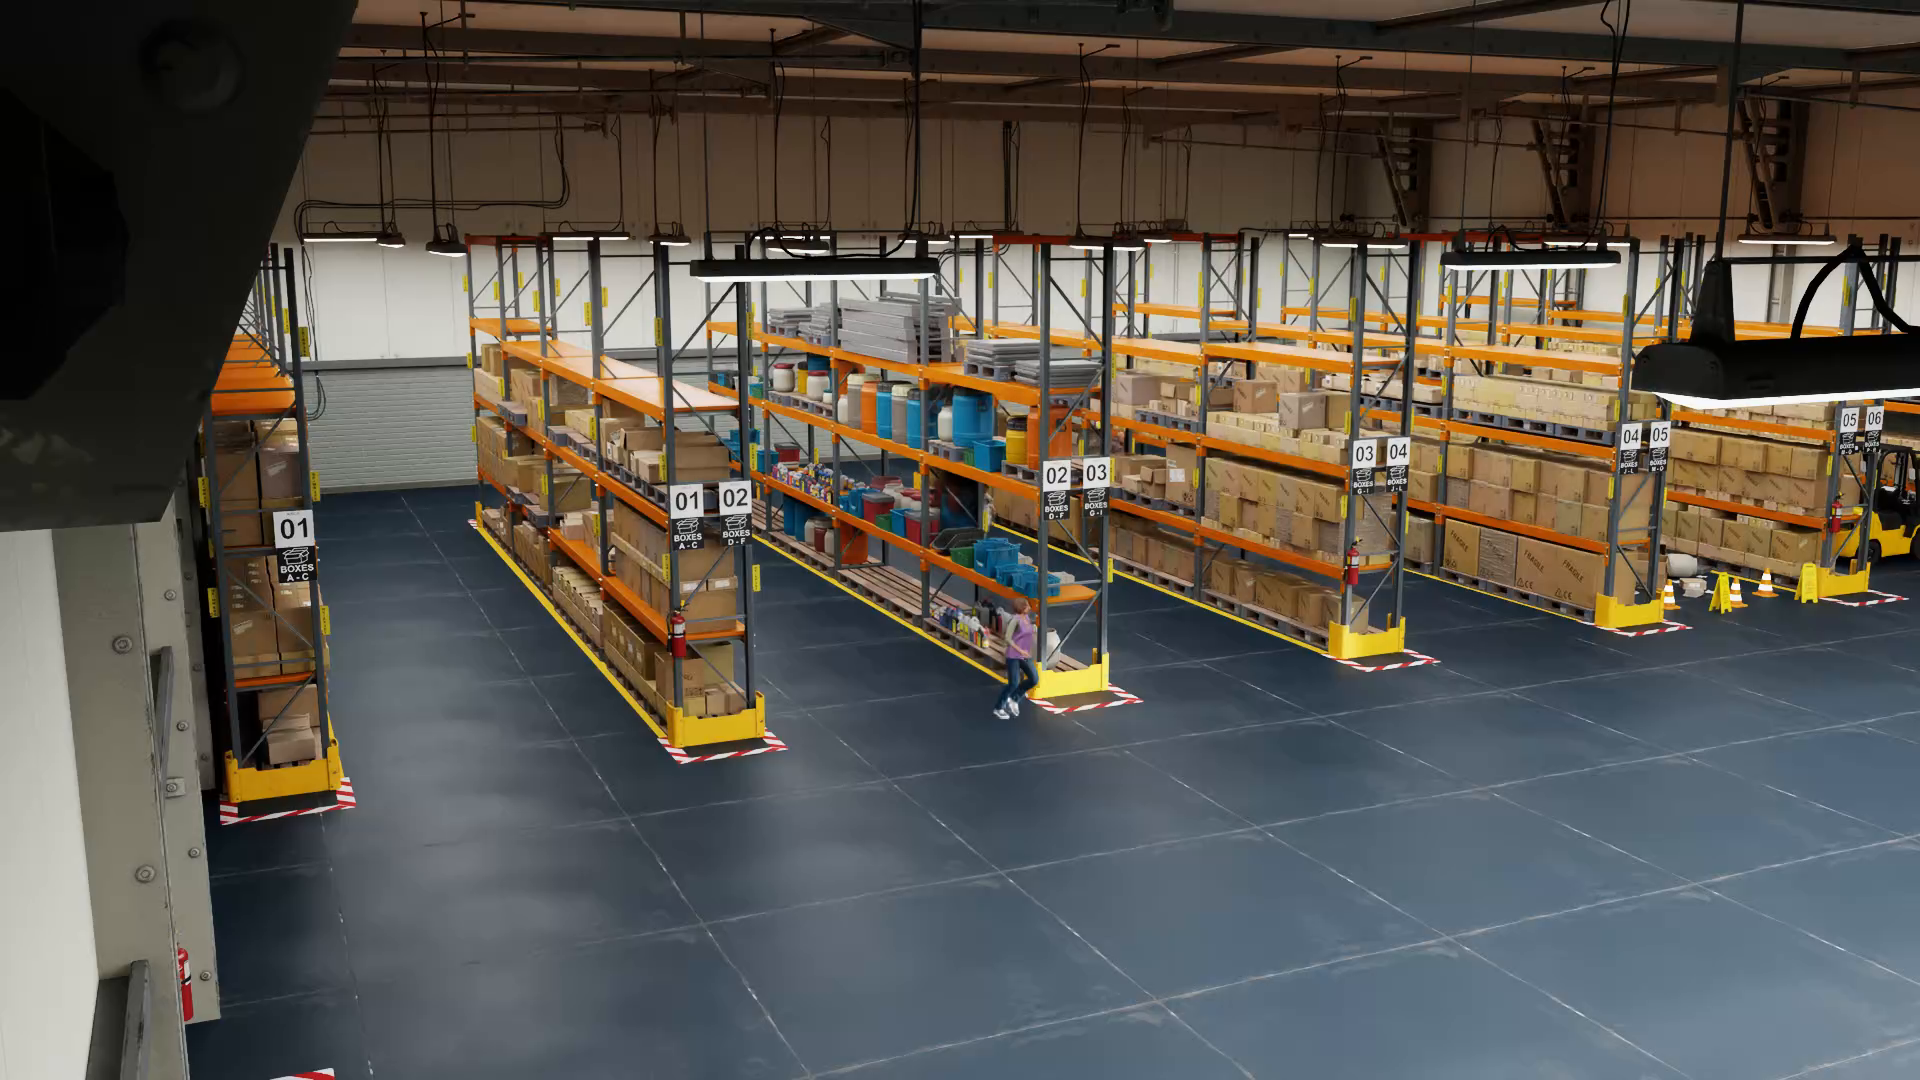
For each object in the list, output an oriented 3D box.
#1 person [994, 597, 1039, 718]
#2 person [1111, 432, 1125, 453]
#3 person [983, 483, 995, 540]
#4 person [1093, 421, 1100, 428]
[{"bbox_3d":[0.772,1.498,21.323,0.548,1.544,0.601,8,14,35],"label":"person"},{"bbox_3d":[3.351,-1.491,36.270,0.714,1.777,1.172,-7,13,-31],"label":"person"},{"bbox_3d":[0.389,-0.239,30.105,0.576,1.691,0.671,-6,13,-29],"label":"person"},{"bbox_3d":[3.628,-2.616,42.091,0.698,1.717,0.580,5,12,26],"label":"person"}]
